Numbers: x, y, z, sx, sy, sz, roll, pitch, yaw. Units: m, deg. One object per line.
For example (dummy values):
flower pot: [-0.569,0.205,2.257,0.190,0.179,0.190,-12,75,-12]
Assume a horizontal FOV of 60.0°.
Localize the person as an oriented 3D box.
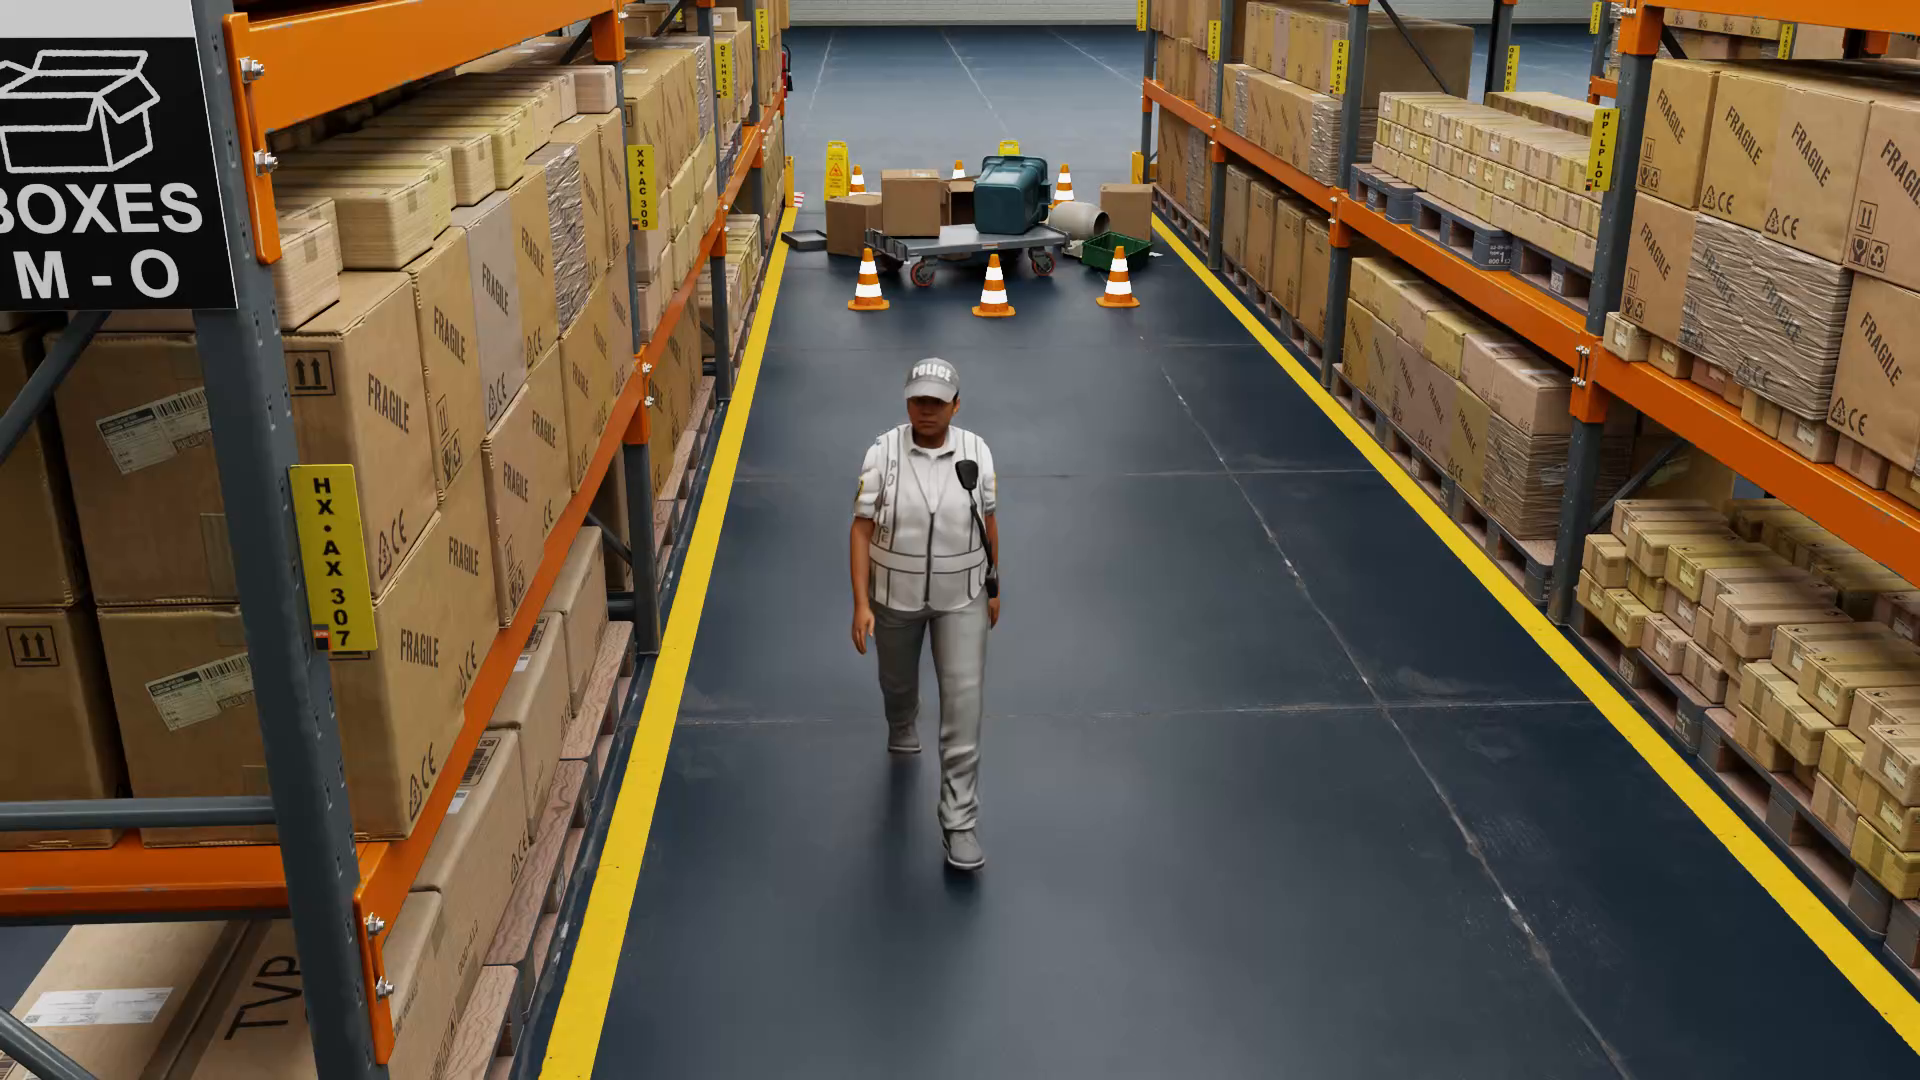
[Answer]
person: [-0.114,0.185,5.603,0.503,1.598,1.037,0,21,1]
